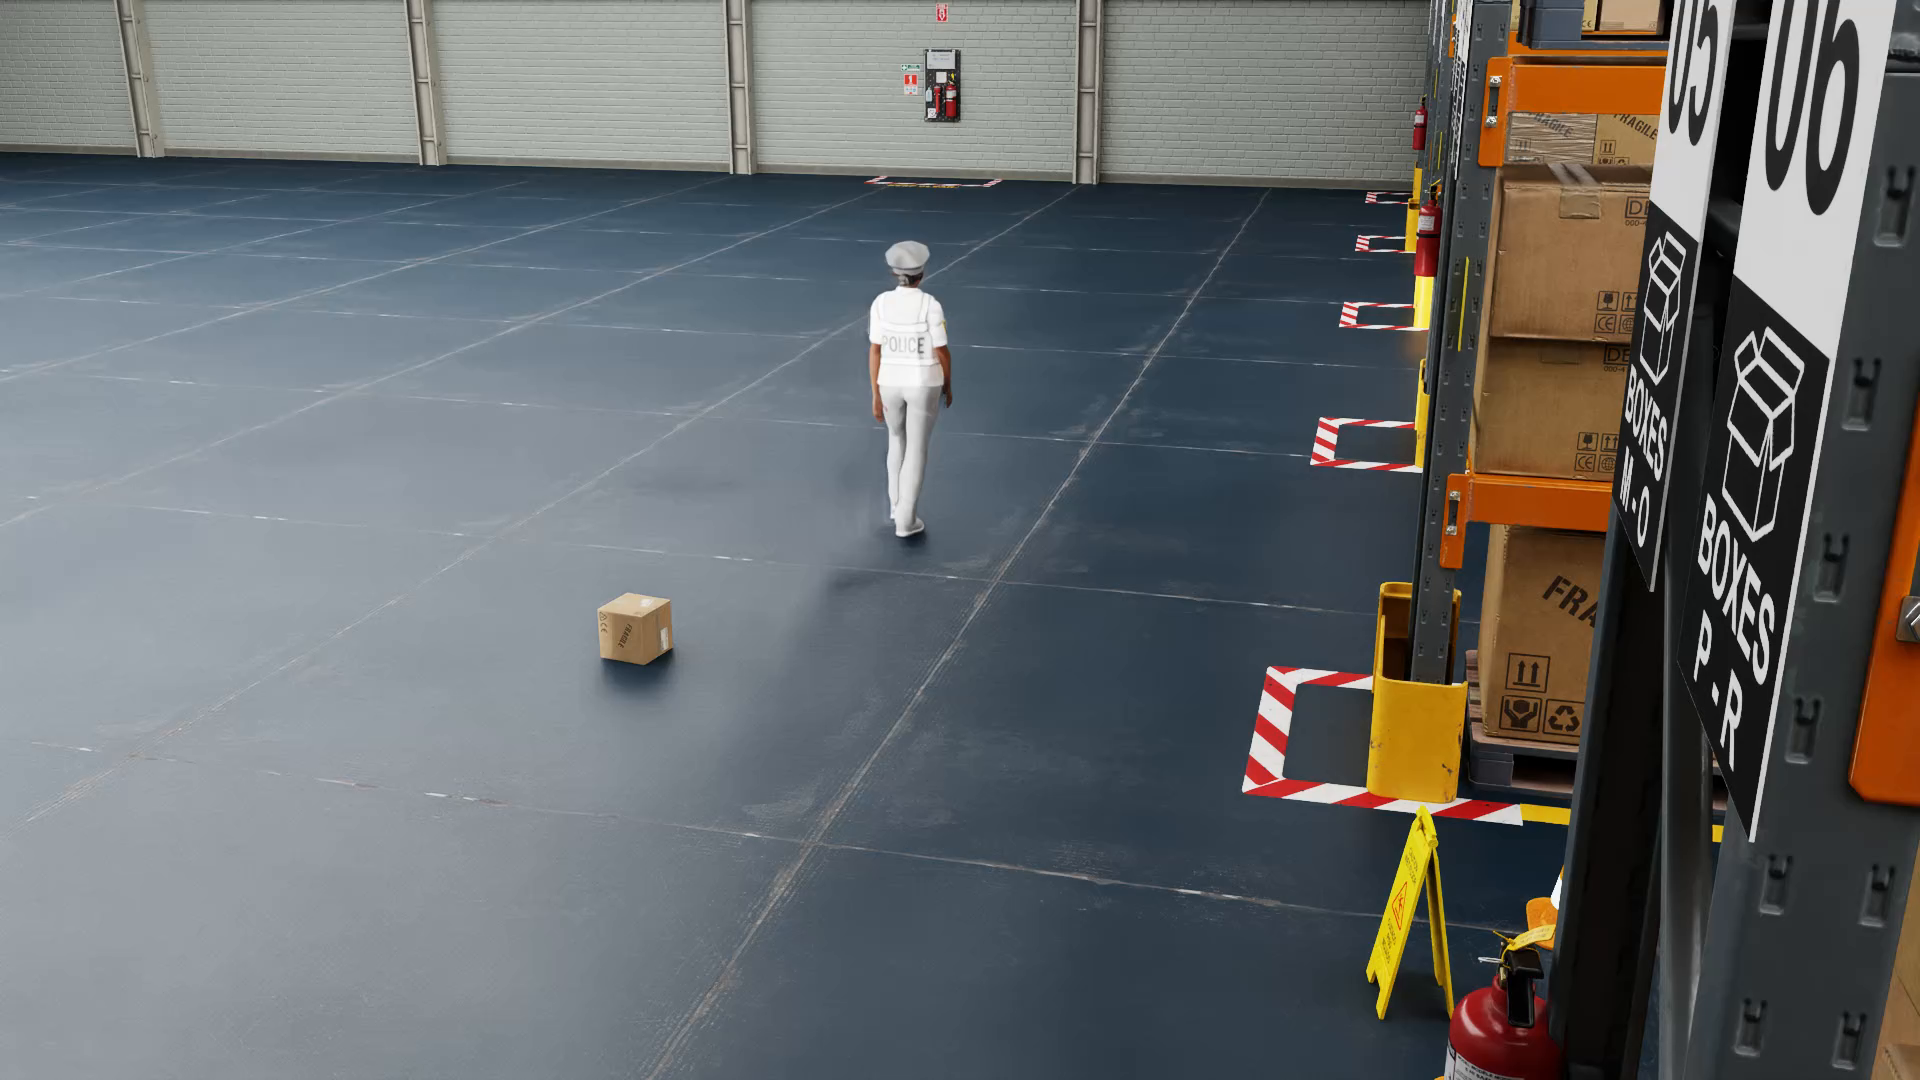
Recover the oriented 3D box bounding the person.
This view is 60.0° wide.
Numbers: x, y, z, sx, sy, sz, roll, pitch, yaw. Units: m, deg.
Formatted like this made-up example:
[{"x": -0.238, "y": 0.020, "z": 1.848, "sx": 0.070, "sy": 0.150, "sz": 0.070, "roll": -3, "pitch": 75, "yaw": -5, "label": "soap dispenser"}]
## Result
[{"x": -0.270, "y": -0.845, "z": 9.609, "sx": 0.446, "sy": 1.759, "sz": 0.593, "roll": 6, "pitch": 19, "yaw": 17, "label": "person"}]
